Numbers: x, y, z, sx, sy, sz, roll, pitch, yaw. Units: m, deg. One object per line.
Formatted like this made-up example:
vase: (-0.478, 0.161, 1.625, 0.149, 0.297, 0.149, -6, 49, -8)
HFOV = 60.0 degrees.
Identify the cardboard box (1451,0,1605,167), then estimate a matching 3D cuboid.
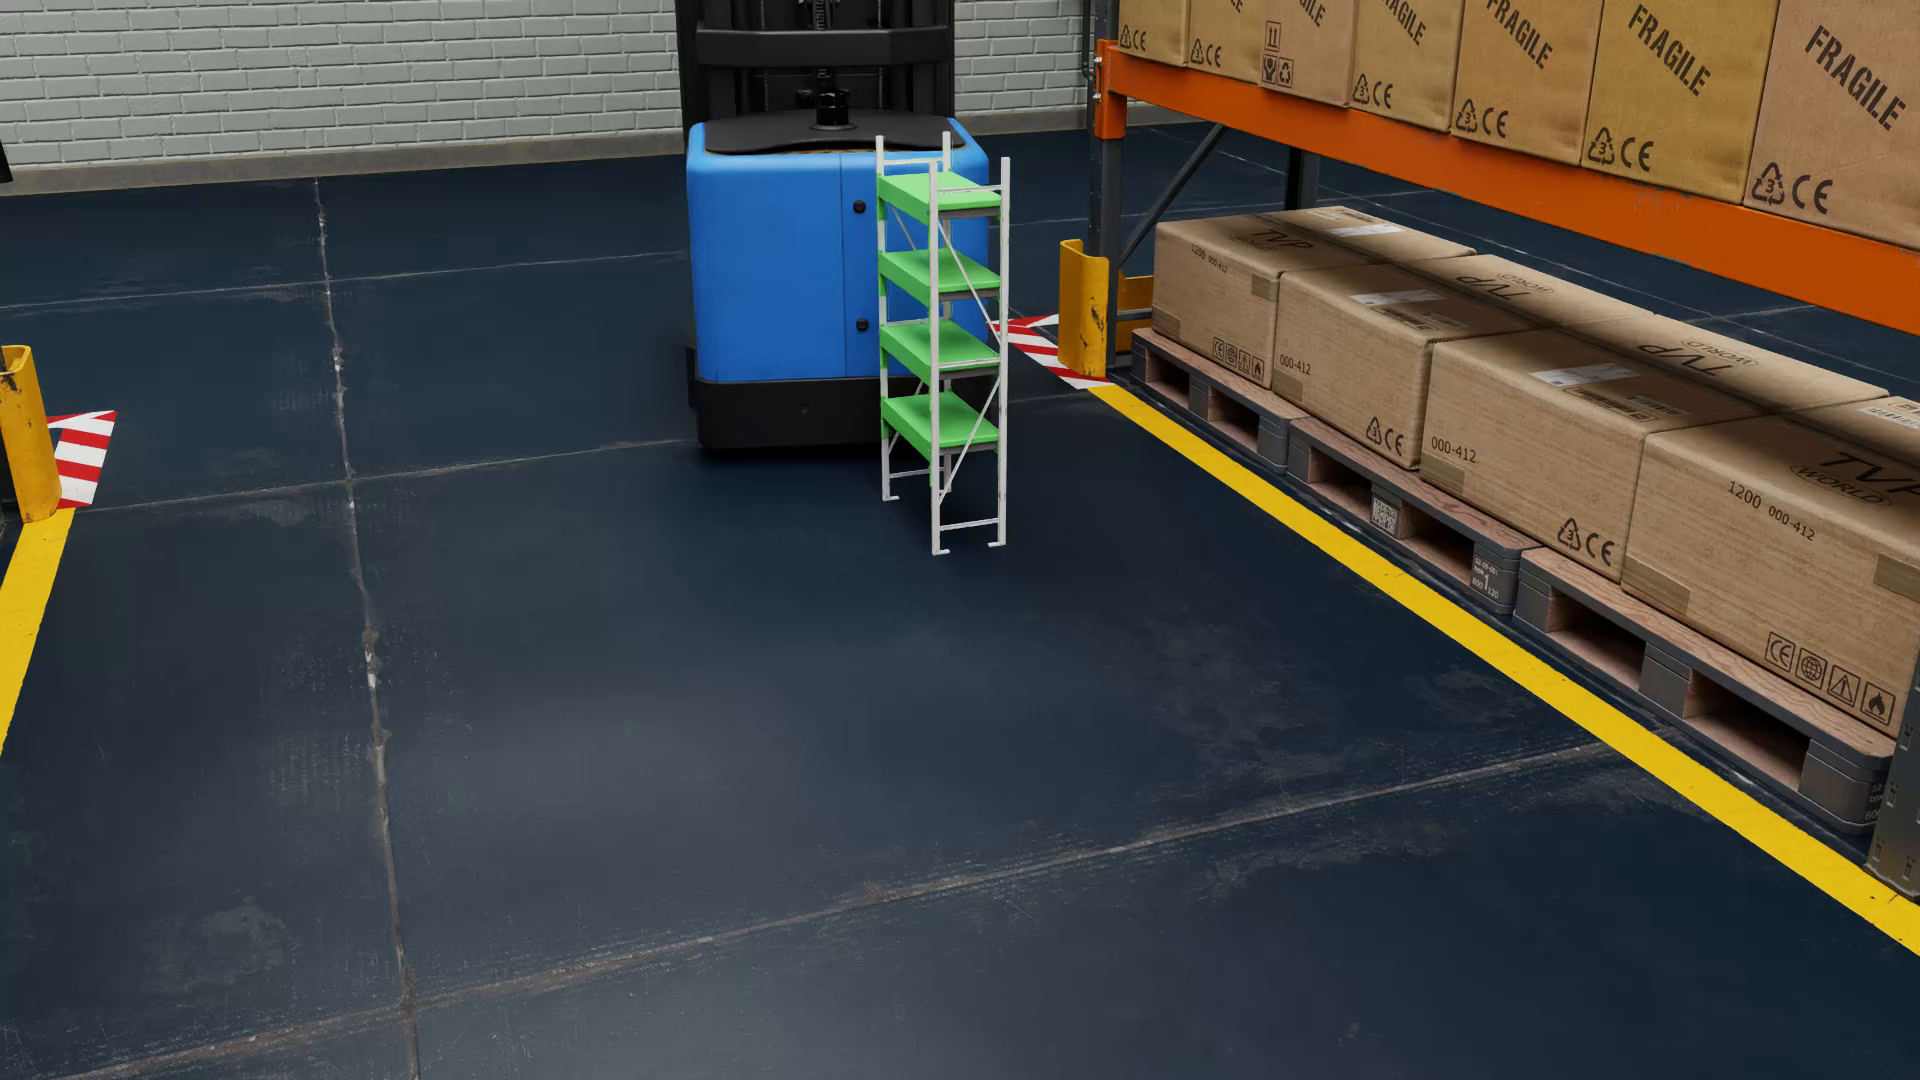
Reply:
cardboard box: (1.643, -1.265, 4.262, 0.500, 0.500, 0.500, -9, 24, -20)

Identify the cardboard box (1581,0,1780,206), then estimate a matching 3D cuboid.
cardboard box: (1.835, -1.085, 3.833, 0.500, 0.500, 0.500, -9, 24, -20)

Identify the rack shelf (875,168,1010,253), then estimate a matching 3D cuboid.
rack shelf: (-0.058, -0.996, 4.998, 0.258, 0.148, 0.480, -8, 24, -19)

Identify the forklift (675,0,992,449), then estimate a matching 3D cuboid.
forklift: (-0.598, -2.207, 6.714, 1.130, 2.935, 3.031, -3, 23, -7)

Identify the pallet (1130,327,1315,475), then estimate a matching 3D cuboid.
pallet: (1.367, -0.608, 6.420, 1.003, 0.211, 1.213, -8, 24, -19)

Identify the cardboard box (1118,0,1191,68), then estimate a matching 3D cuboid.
cardboard box: (0.913, -2.005, 6.016, 0.500, 0.500, 0.500, -9, 24, -19)

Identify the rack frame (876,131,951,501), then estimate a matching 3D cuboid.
rack frame: (-0.145, -0.702, 5.370, 0.240, 1.200, 0.015, -8, 24, -19)

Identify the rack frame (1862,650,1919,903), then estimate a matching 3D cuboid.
rack frame: (2.425, -0.719, 3.094, 1.000, 3.000, 0.127, -8, 24, -19)

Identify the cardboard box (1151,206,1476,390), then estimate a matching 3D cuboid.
cardboard box: (1.338, -0.959, 6.422, 0.875, 0.438, 0.875, -9, 25, -21)

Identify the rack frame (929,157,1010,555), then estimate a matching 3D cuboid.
rack frame: (0.028, -0.524, 4.949, 0.240, 1.200, 0.015, -8, 24, -19)

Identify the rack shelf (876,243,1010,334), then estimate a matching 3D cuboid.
rack shelf: (-0.058, -0.775, 5.091, 0.258, 0.148, 0.480, -8, 24, -19)

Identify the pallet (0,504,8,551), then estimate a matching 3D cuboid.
pallet: (-3.303, 0.156, 4.608, 1.003, 0.211, 1.213, -8, 24, -19)

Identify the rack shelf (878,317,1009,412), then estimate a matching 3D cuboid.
rack shelf: (-0.058, -0.554, 5.184, 0.258, 0.148, 0.480, -8, 24, -19)

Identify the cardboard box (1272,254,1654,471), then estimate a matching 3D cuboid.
cardboard box: (1.669, -0.628, 5.636, 0.875, 0.438, 0.875, -8, 24, -18)

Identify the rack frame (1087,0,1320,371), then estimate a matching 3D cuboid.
rack frame: (1.012, -2.172, 6.542, 1.000, 3.000, 0.127, -8, 24, -19)

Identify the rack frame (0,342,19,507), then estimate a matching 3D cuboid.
rack frame: (-3.584, -1.457, 4.844, 1.000, 3.000, 0.127, -8, 24, -19)

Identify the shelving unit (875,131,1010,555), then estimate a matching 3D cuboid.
shelving unit: (-0.058, -0.613, 5.160, 0.258, 1.200, 0.503, -8, 24, -19)

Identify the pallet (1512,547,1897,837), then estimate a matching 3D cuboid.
pallet: (2.229, 0.279, 4.317, 1.003, 0.211, 1.213, -8, 24, -19)

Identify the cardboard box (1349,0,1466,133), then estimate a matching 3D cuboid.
cardboard box: (1.473, -1.458, 4.718, 0.500, 0.500, 0.500, -8, 24, -17)

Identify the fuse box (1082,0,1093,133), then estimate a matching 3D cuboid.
fuse box: (1.015, -3.860, 12.204, 0.539, 1.711, 0.414, -8, 24, -19)

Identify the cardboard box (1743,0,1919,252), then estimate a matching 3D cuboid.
cardboard box: (2.022, -0.899, 3.391, 0.500, 0.500, 0.500, -8, 24, -19)

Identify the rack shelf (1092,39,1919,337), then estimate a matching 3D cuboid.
rack shelf: (1.718, -1.114, 4.958, 1.077, 0.370, 4.000, -8, 24, -19)

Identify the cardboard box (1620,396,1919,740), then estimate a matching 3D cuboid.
cardboard box: (2.303, 0.025, 4.086, 0.875, 0.438, 0.875, -9, 24, -20)

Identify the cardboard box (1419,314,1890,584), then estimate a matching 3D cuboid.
cardboard box: (1.986, -0.300, 4.858, 0.875, 0.438, 0.875, -9, 25, -21)

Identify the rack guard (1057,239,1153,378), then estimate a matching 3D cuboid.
rack guard: (1.003, -1.029, 7.049, 1.175, 0.500, 0.348, -8, 24, -19)

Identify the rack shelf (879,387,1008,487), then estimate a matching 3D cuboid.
rack shelf: (-0.058, -0.333, 5.278, 0.258, 0.148, 0.480, -8, 24, -19)

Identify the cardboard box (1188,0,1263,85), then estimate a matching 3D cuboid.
cardboard box: (1.117, -1.825, 5.589, 0.500, 0.500, 0.500, -9, 24, -20)

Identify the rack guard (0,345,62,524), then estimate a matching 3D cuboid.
rack guard: (-3.557, -0.277, 5.264, 1.175, 0.500, 0.348, -8, 24, -19)

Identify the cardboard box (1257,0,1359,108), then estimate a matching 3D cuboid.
cardboard box: (1.280, -1.638, 5.144, 0.500, 0.500, 0.500, -8, 24, -19)

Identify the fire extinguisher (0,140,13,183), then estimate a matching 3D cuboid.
fire extinguisher: (-3.241, -1.404, 5.299, 0.296, 0.674, 0.183, -8, 24, -19)

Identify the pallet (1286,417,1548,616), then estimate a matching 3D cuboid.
pallet: (1.794, -0.165, 5.370, 1.003, 0.211, 1.213, -8, 24, -19)
